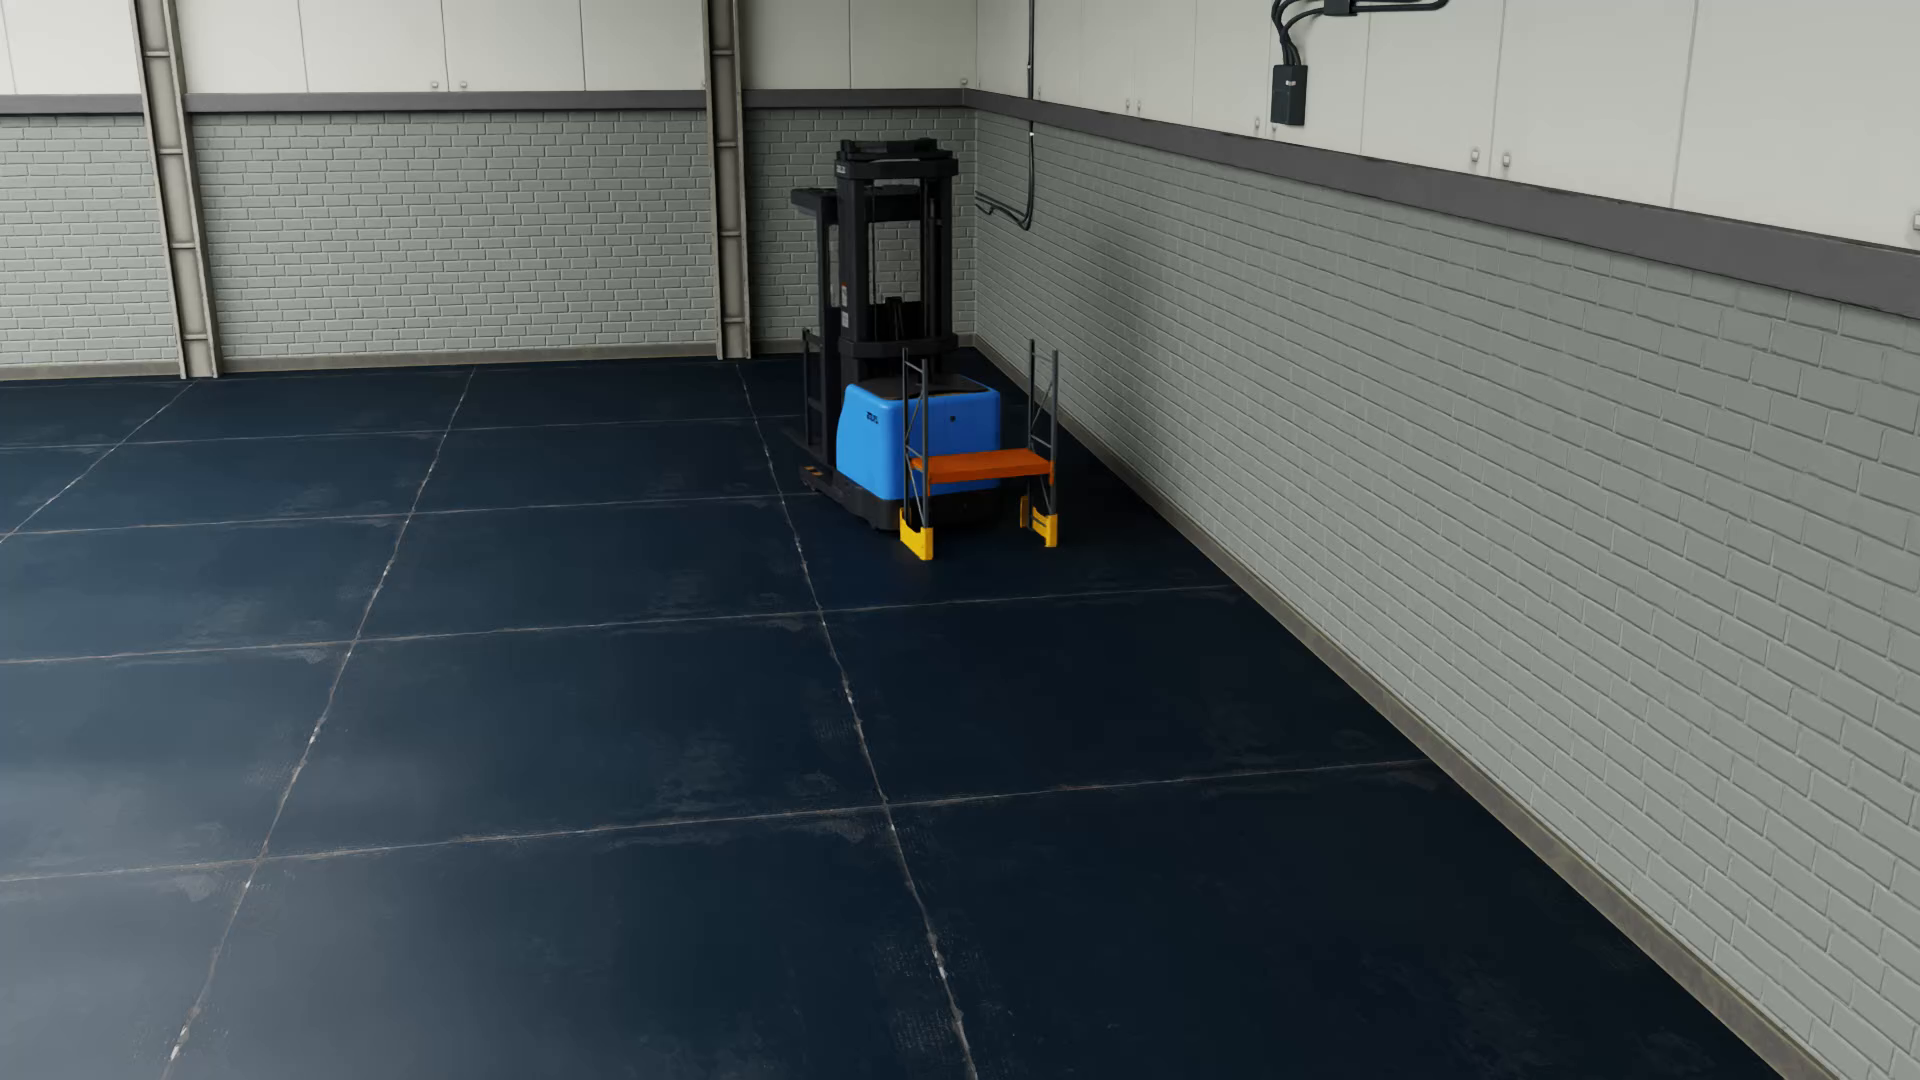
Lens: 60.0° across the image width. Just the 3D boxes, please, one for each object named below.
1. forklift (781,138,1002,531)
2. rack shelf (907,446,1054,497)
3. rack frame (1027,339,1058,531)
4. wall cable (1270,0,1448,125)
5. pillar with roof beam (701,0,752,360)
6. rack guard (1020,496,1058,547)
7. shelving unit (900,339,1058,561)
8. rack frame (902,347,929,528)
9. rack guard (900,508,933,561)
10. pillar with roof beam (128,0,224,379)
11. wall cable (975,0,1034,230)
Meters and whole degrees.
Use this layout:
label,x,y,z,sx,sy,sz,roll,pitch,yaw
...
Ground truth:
label,x,y,z,sx,sy,sz,roll,pitch,yaw
forklift,-0.732,-1.863,13.885,1.130,2.935,3.031,-8,19,-23
rack shelf,0.149,-0.524,12.576,1.000,0.185,0.538,-6,18,-19
rack frame,0.627,-0.746,12.687,0.032,1.500,0.500,-6,18,-19
wall cable,2.213,-5.177,8.548,0.169,6.003,2.305,-3,17,-10
pillar with roof beam,-1.899,-5.265,14.627,0.400,9.000,9.100,-3,17,-10
rack guard,0.609,-0.147,12.864,0.087,0.250,0.587,-6,18,-19
shelving unit,0.140,-0.695,12.520,1.083,1.500,0.587,-6,18,-19
rack frame,-0.330,-0.645,12.359,0.032,1.500,0.500,-6,18,-19
rack guard,-0.329,-0.048,12.543,0.087,0.250,0.587,-6,18,-19
pillar with roof beam,-7.790,-4.931,13.539,0.400,9.000,9.100,-3,17,-10
wall cable,0.428,-4.805,18.416,0.112,2.526,3.097,-3,17,-10
